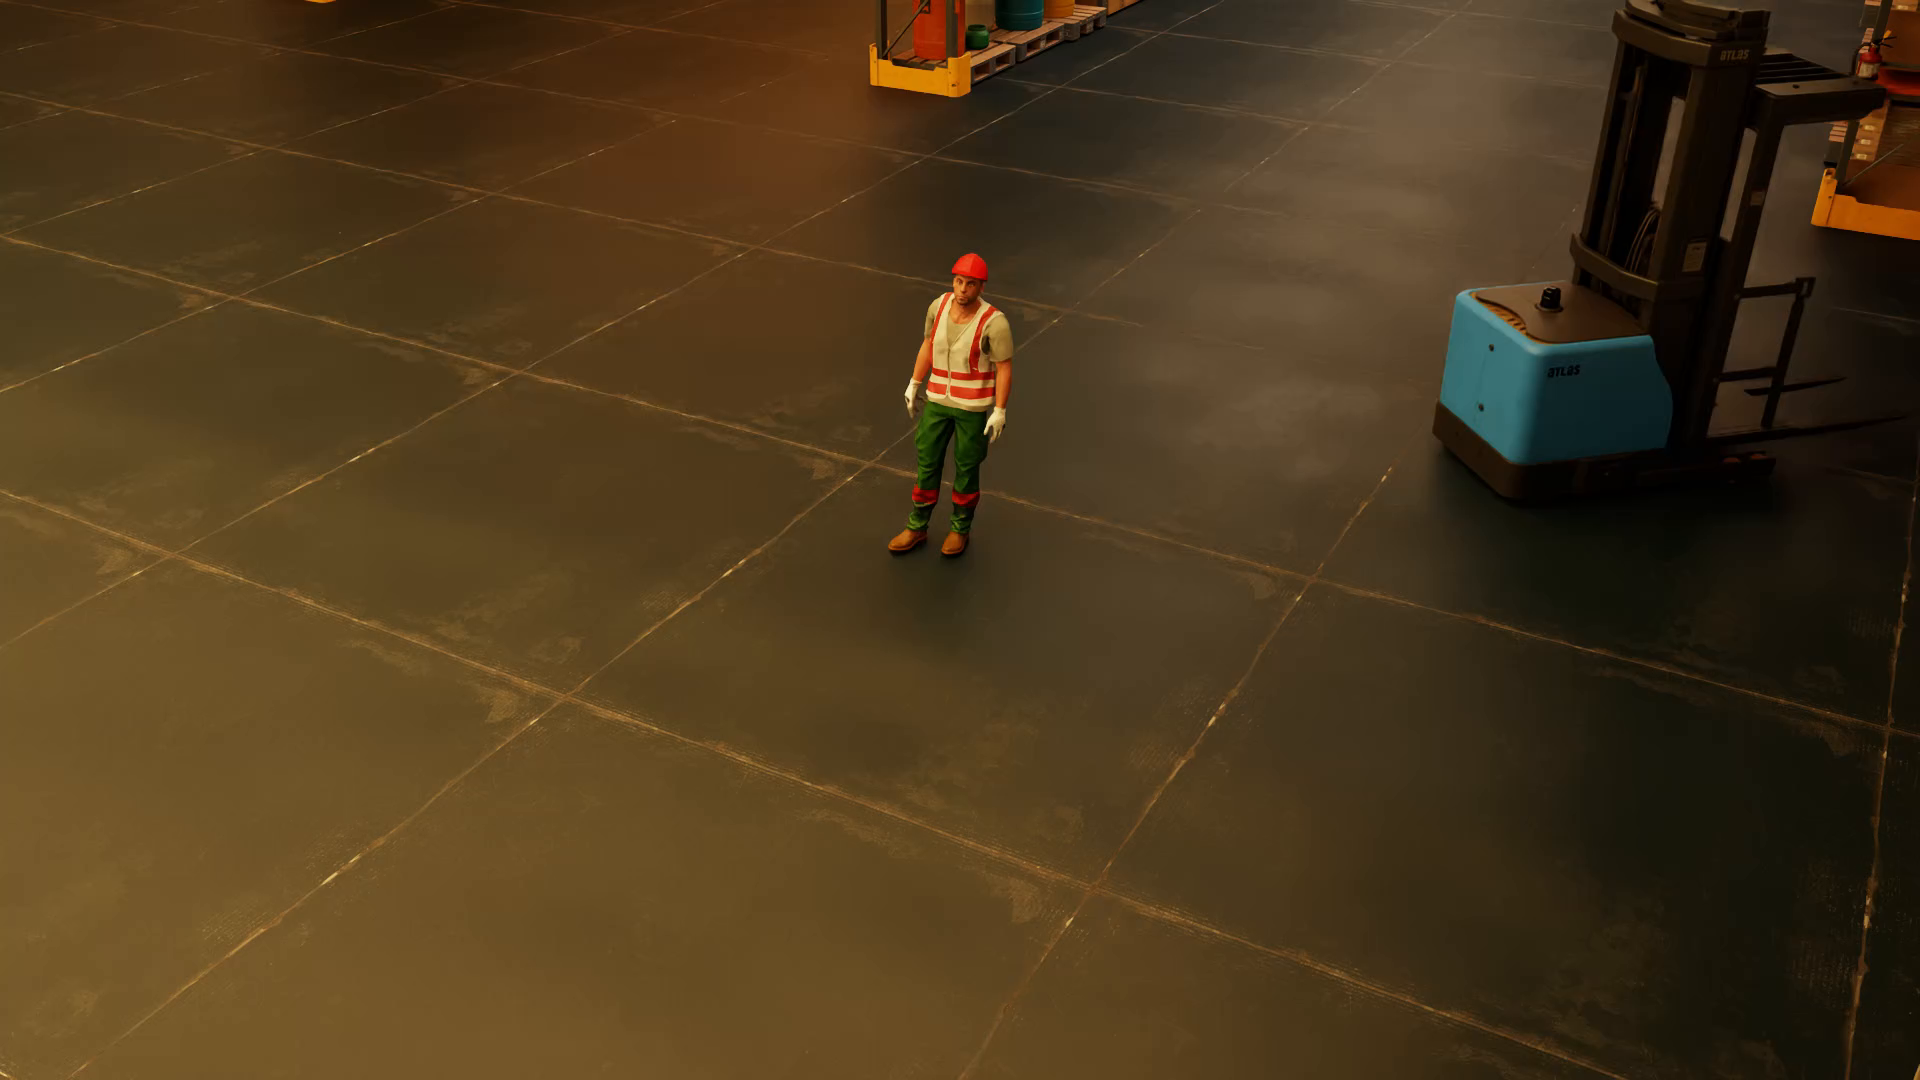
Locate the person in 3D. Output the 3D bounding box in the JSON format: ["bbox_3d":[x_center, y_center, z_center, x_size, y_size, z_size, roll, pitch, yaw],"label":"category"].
[{"bbox_3d":[-0.049,-0.748,9.495,0.638,1.789,0.562,15,33,25],"label":"person"}]

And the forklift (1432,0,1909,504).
[{"bbox_3d":[4.724,-1.882,10.331,3.031,2.935,1.130,-7,31,-12],"label":"forklift"}]
